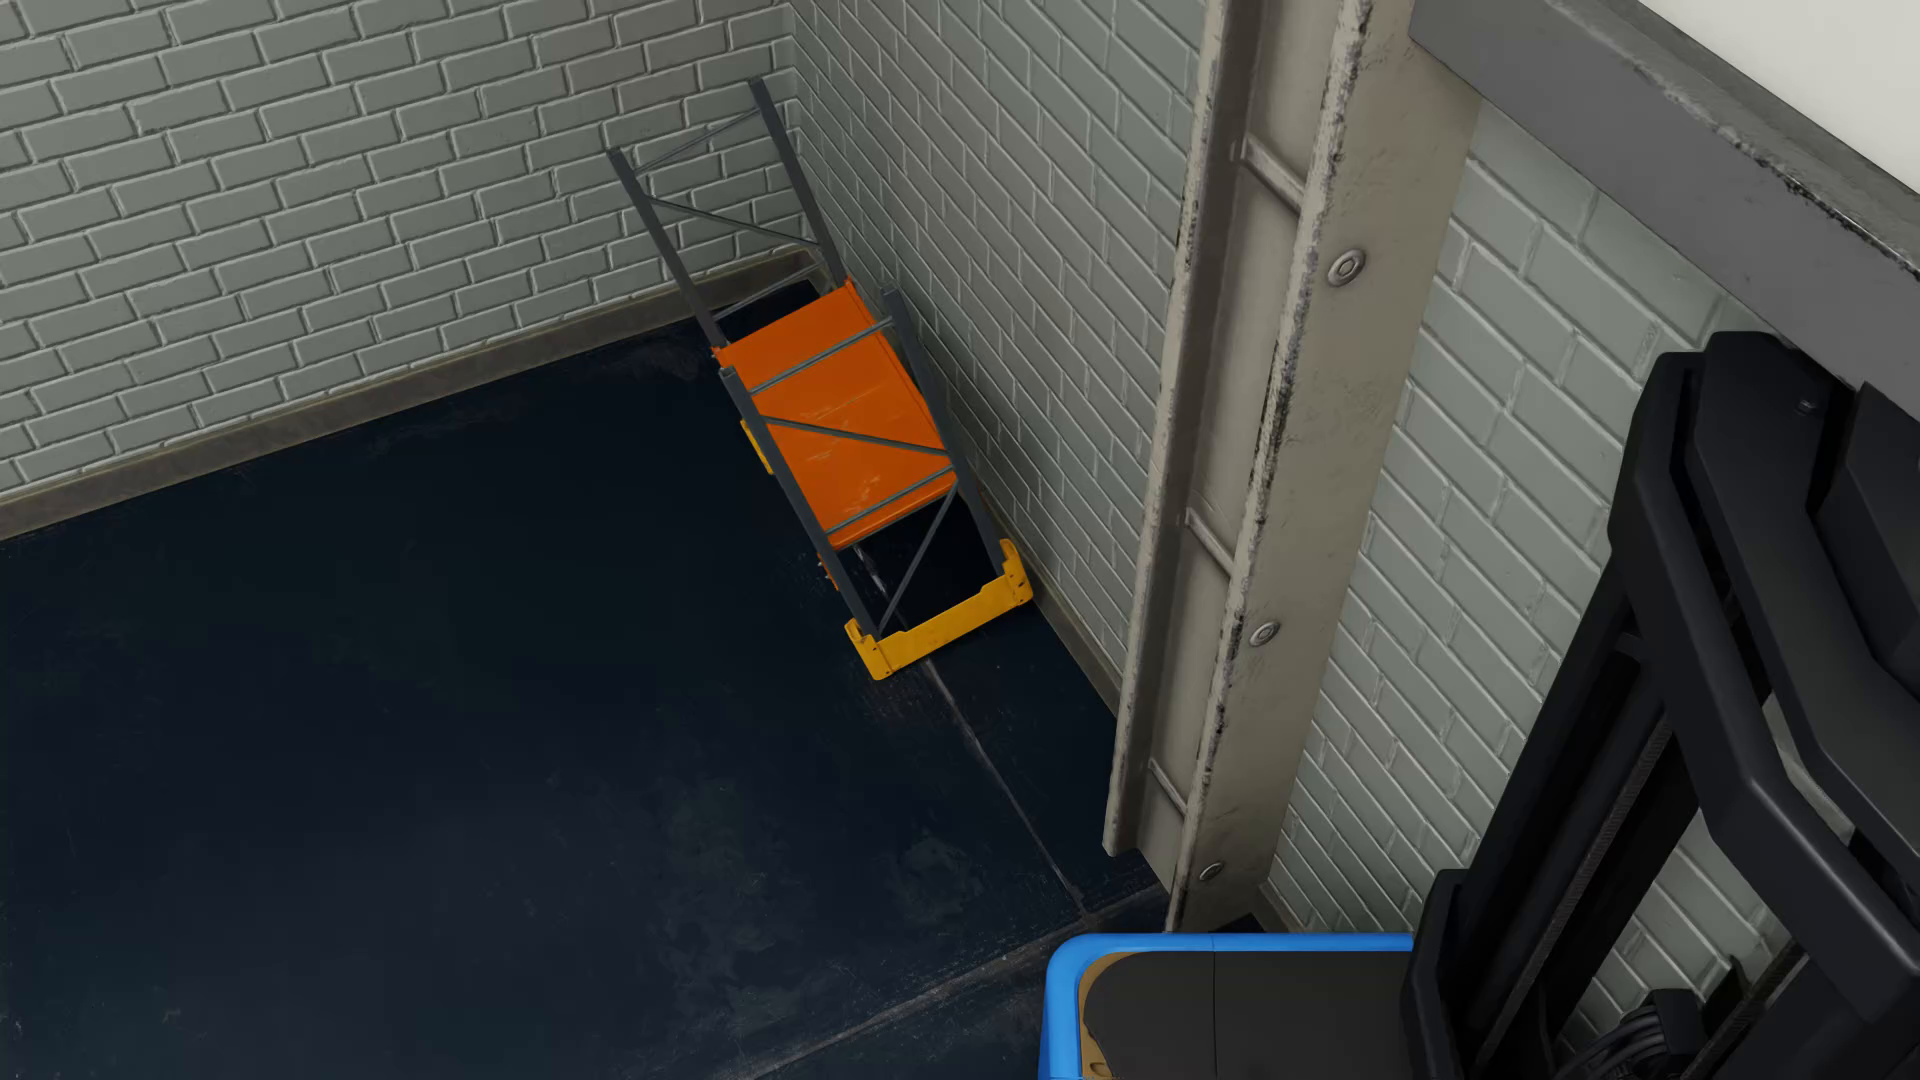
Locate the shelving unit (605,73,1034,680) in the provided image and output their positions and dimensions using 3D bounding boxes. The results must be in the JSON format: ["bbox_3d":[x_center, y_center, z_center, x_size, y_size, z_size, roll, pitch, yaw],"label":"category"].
[{"bbox_3d":[-0.413,-0.466,5.092,0.587,1.500,1.083,-28,53,-4],"label":"shelving unit"}]

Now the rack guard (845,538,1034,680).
[{"bbox_3d":[-0.060,0.223,5.289,0.587,0.250,0.087,-28,53,-4],"label":"rack guard"}]

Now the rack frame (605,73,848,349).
[{"bbox_3d":[-0.617,-0.809,5.393,0.500,1.500,0.032,-28,53,-4],"label":"rack frame"}]

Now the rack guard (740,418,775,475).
[{"bbox_3d":[-0.466,-0.461,5.889,0.587,0.250,0.087,-28,53,-4],"label":"rack guard"}]

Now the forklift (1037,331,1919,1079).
[{"bbox_3d":[1.688,0.958,2.965,3.031,2.935,1.130,0,49,0],"label":"forklift"}]

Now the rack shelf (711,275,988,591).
[{"bbox_3d":[-0.366,-0.360,5.230,0.538,0.185,1.000,-28,53,-4],"label":"rack shelf"}]

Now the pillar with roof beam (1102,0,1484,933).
[{"bbox_3d":[-3.180,-0.498,0.207,9.100,9.000,0.400,-21,52,-18],"label":"pillar with roof beam"}]

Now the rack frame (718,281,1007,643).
[{"bbox_3d":[-0.202,-0.111,4.780,0.500,1.500,0.032,-28,53,-4],"label":"rack frame"}]
